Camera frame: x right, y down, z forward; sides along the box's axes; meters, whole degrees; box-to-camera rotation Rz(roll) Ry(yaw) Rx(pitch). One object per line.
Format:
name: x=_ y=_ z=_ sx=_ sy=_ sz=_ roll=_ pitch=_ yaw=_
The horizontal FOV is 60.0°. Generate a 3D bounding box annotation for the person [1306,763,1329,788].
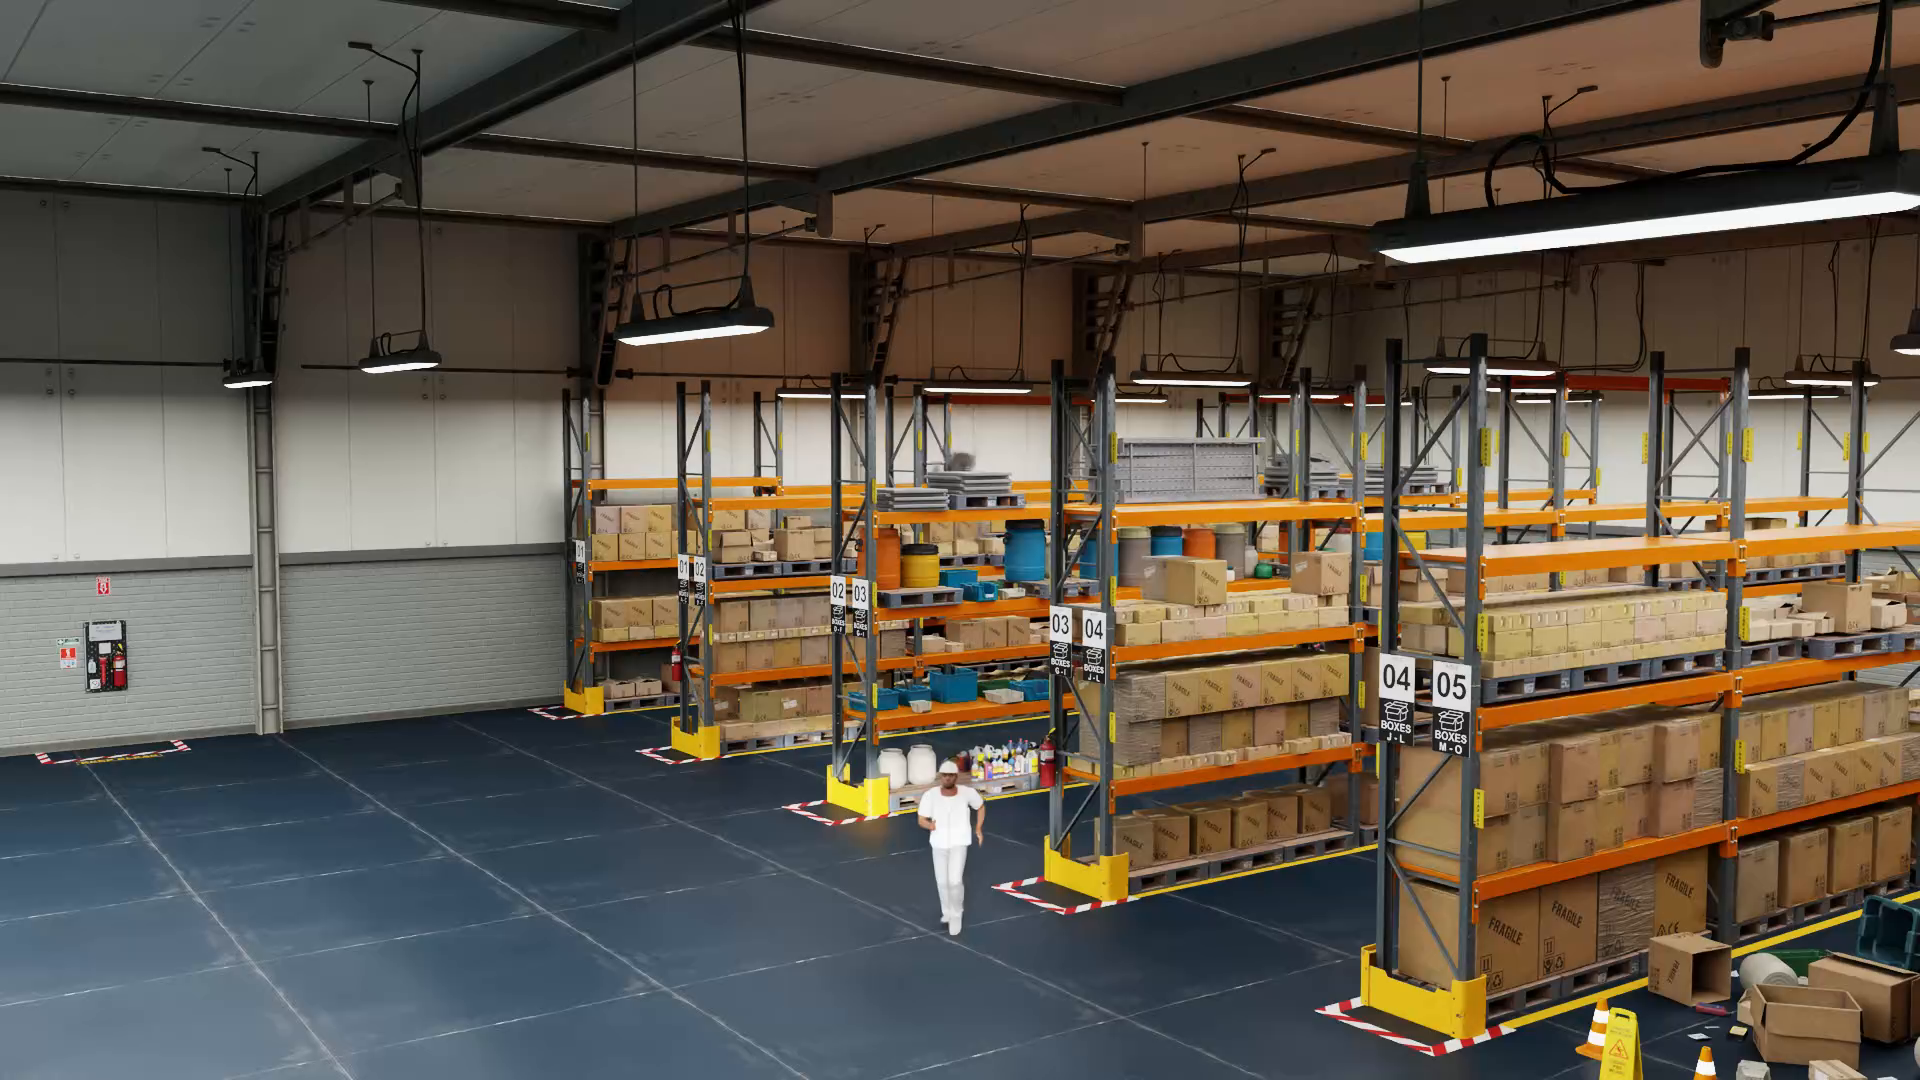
person: x=4.912 y=2.730 z=23.147 sx=0.978 sy=1.779 sz=0.679 roll=-3 pitch=5 yaw=-38

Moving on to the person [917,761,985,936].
person: x=-0.115 y=3.177 z=17.204 sx=0.657 sy=1.787 sz=0.726 roll=1 pitch=4 yaw=11

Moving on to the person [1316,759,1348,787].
person: x=5.505 y=2.760 z=24.227 sx=0.945 sy=1.691 sz=0.573 roll=-3 pitch=5 yaw=-43
